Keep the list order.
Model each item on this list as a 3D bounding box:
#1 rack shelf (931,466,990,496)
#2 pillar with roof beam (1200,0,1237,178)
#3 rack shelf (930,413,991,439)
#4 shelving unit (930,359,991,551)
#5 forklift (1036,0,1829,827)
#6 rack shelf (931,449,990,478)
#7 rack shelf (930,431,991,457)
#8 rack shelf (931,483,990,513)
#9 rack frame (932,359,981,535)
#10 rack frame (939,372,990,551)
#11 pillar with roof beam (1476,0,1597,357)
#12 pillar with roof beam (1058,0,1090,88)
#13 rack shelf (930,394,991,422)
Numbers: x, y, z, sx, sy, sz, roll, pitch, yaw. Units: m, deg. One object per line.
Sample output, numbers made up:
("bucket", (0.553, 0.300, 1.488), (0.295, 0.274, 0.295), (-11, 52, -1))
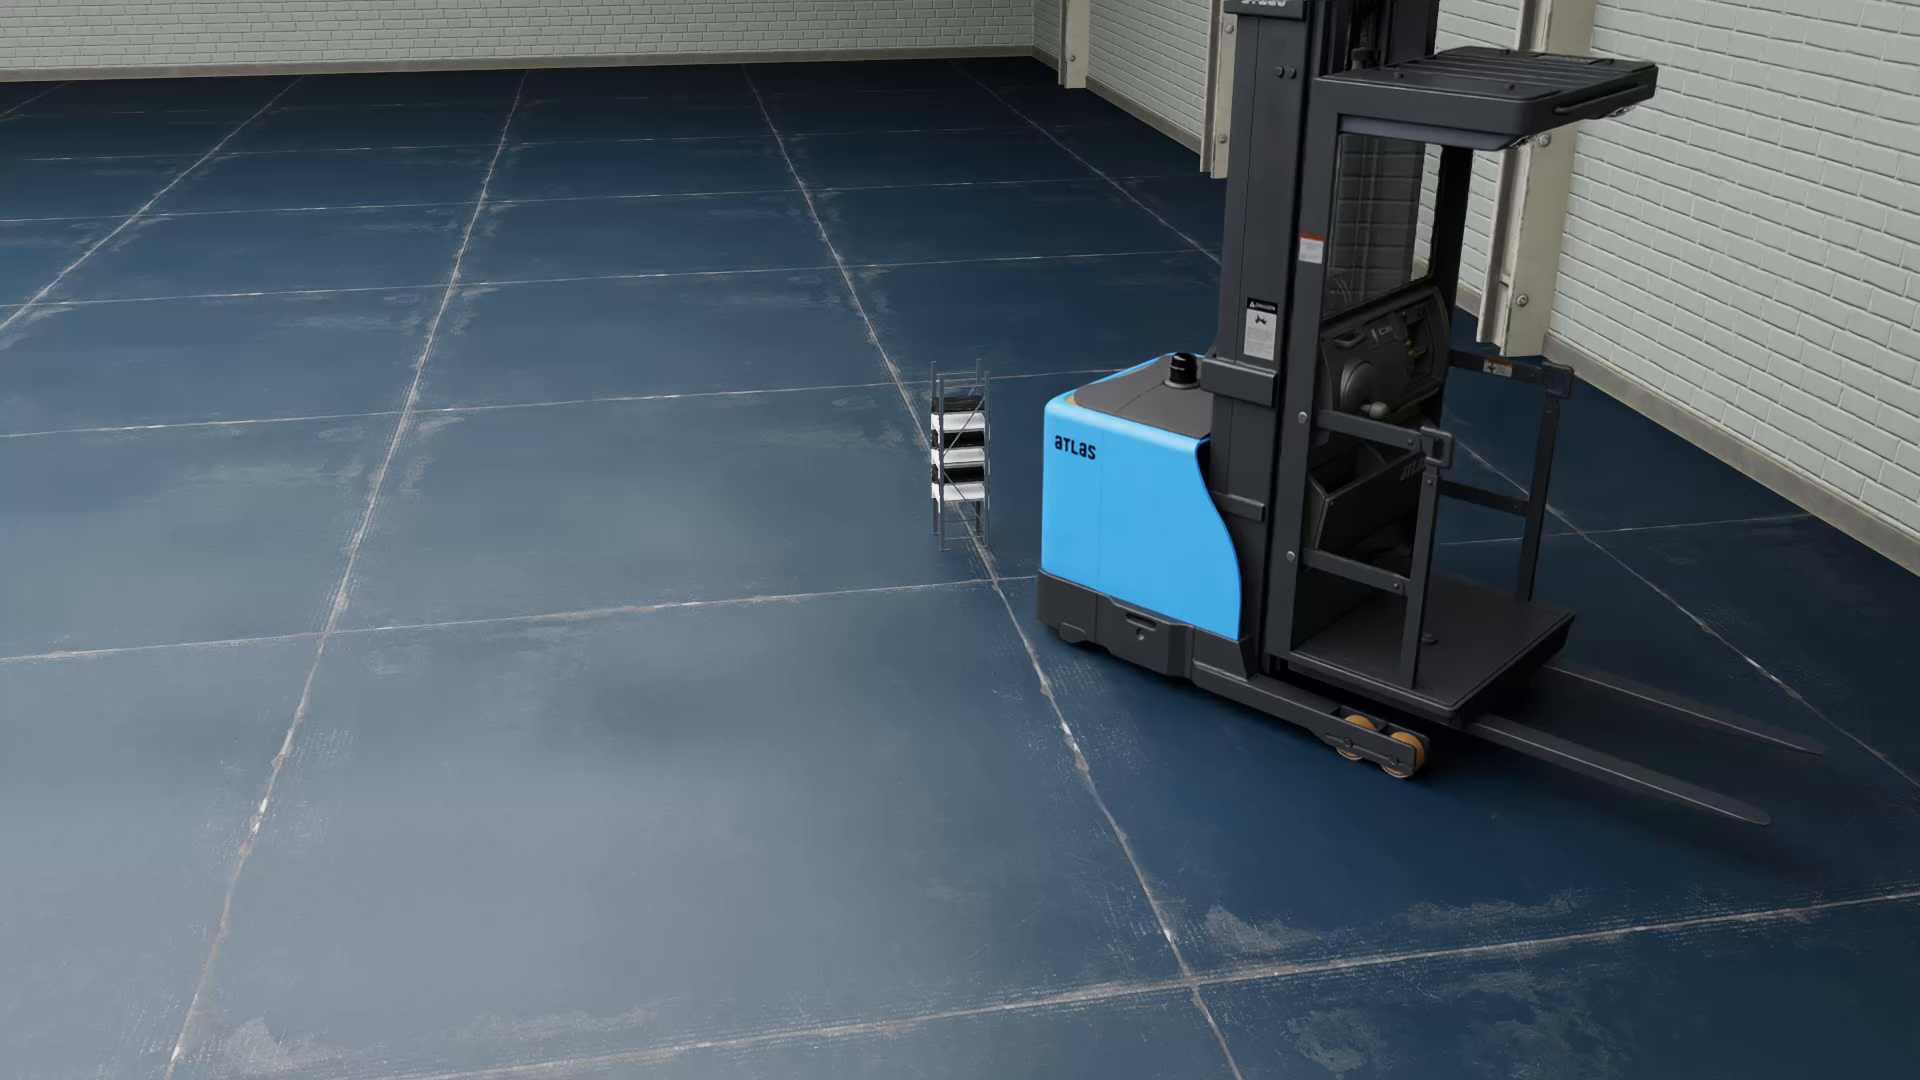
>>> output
("rack shelf", (0.001, -0.296, 8.112), (0.258, 0.077, 0.200), (-4, 24, -10))
("pillar with roof beam", (-1.623, -7.467, 14.105), (9.100, 9.000, 0.400), (-4, 24, -10))
("rack shelf", (0.001, -0.544, 8.004), (0.258, 0.077, 0.200), (-4, 24, -10))
("shelving unit", (0.001, -0.409, 8.063), (0.258, 0.900, 0.210), (-4, 24, -10))
("forklift", (1.772, -0.692, 6.173), (3.031, 2.935, 1.130), (20, 30, 38))
("rack shelf", (0.001, -0.379, 8.076), (0.258, 0.077, 0.200), (-4, 24, -10))
("rack shelf", (0.001, -0.461, 8.040), (0.258, 0.077, 0.200), (-4, 24, -10))
("rack shelf", (0.001, -0.214, 8.148), (0.258, 0.077, 0.200), (-4, 24, -10))
("rack frame", (-0.017, -0.449, 8.154), (0.240, 0.900, 0.006), (-4, 24, -10))
("rack frame", (0.020, -0.369, 7.971), (0.240, 0.900, 0.006), (-4, 24, -10))
("pillar with roof beam", (-0.513, -5.107, 8.701), (9.100, 9.000, 0.400), (-4, 24, -10))
("pillar with roof beam", (-2.732, -9.827, 19.508), (9.100, 9.000, 0.400), (-4, 24, -10))
("rack shelf", (0.001, -0.626, 7.968), (0.258, 0.077, 0.200), (-4, 24, -10))
